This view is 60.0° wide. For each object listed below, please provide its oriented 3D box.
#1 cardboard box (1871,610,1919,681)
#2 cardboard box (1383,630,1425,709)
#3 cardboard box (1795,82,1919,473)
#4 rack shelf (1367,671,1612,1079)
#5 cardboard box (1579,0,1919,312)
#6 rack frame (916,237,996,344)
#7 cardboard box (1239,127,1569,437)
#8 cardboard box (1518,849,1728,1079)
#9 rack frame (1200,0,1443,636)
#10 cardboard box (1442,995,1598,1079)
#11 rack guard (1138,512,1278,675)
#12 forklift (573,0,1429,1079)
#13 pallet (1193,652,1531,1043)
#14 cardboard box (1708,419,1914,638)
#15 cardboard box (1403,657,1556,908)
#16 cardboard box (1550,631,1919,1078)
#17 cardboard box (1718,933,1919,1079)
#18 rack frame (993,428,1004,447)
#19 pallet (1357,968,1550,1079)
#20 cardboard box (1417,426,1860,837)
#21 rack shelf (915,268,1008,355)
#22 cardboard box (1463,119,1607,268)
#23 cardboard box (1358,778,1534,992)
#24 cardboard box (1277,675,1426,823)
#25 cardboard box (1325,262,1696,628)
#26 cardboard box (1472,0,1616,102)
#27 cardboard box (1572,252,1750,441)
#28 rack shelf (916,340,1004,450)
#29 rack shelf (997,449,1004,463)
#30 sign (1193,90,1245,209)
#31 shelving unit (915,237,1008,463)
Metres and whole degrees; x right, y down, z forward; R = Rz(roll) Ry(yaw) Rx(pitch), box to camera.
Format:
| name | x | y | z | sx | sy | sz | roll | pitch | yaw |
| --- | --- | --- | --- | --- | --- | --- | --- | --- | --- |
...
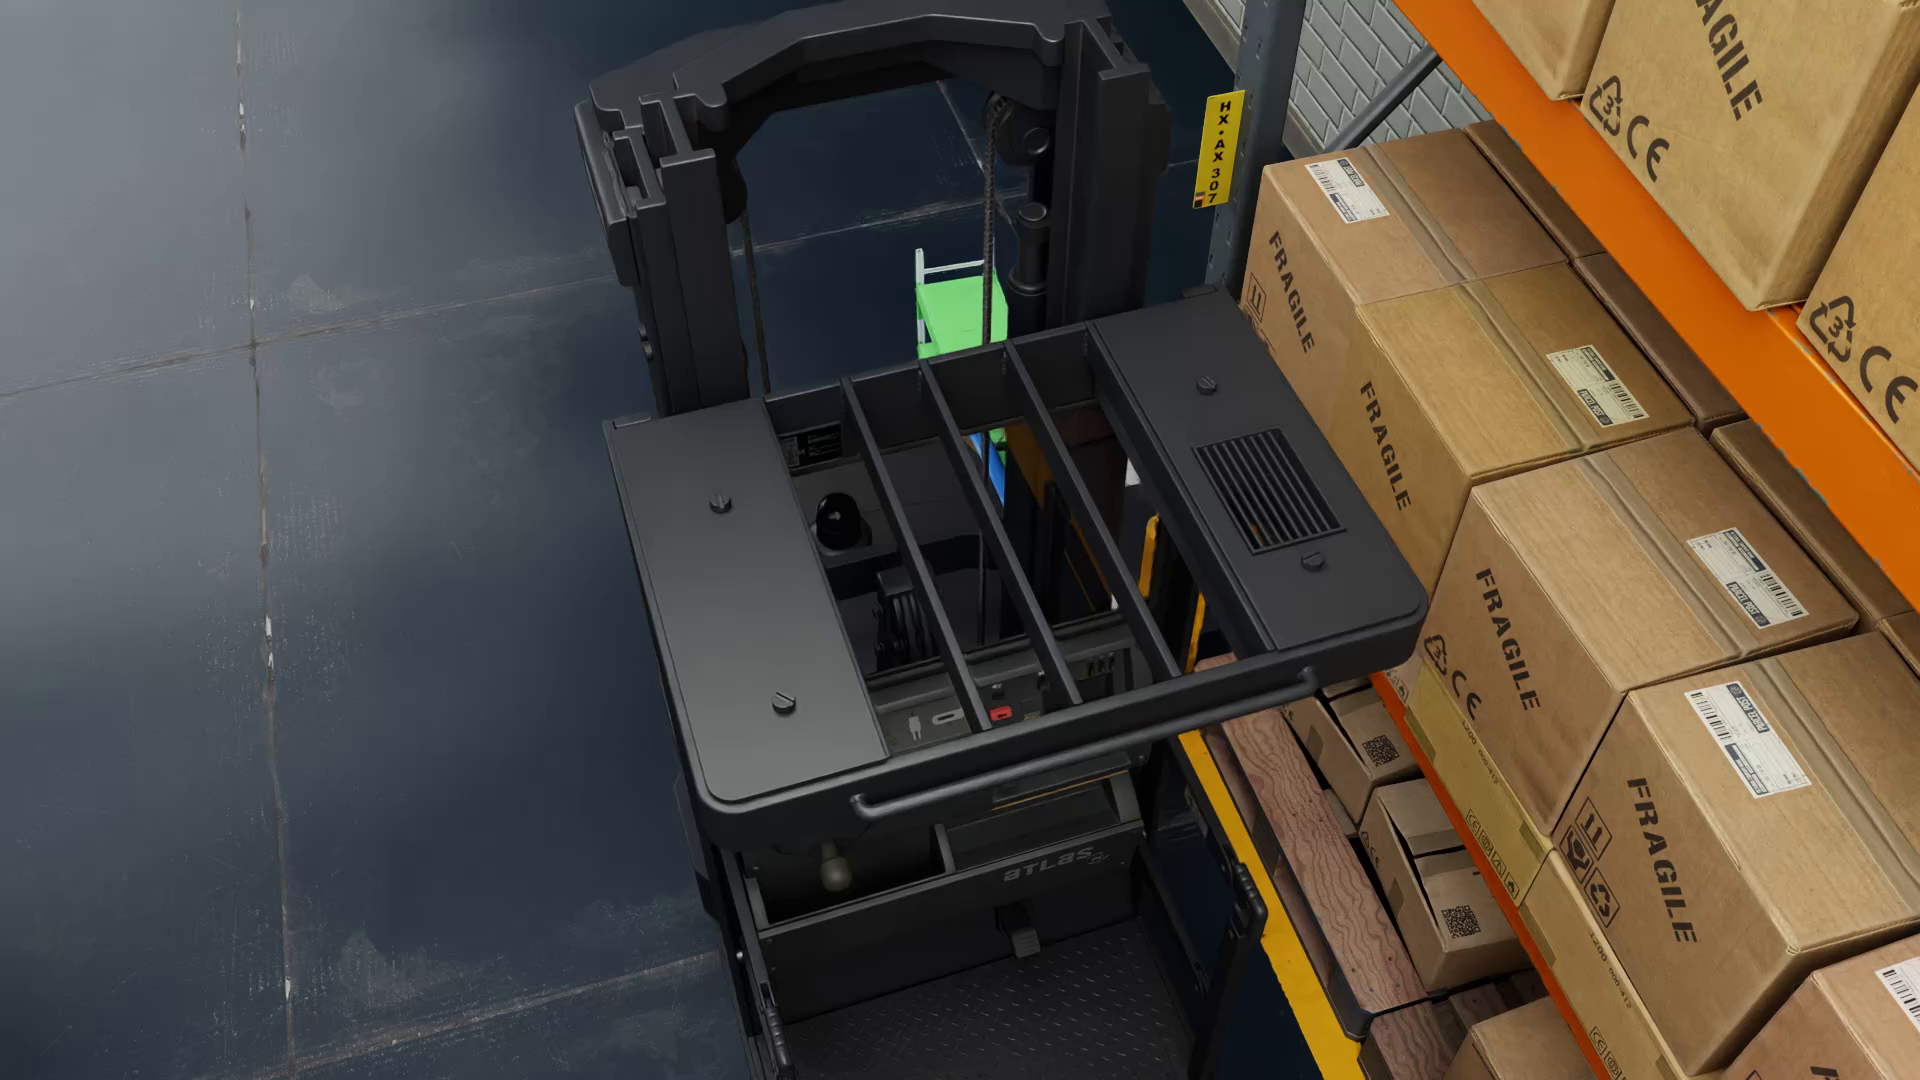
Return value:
| name | x | y | z | sx | sy | sz | roll | pitch | yaw |
| --- | --- | --- | --- | --- | --- | --- | --- | --- | --- |
| cardboard box | 1.932 | 0.428 | 3.022 | 0.500 | 0.500 | 0.500 | -13 | 51 | -10 |
| cardboard box | 1.153 | 0.063 | 3.820 | 0.500 | 0.250 | 0.500 | -15 | 51 | -12 |
| cardboard box | 1.465 | -0.323 | 2.020 | 0.500 | 0.500 | 0.500 | -10 | 51 | -9 |
| rack shelf | 1.736 | 0.910 | 3.492 | 1.077 | 0.370 | 4.000 | -13 | 51 | -11 |
| cardboard box | 1.287 | -0.709 | 2.345 | 0.500 | 0.500 | 0.500 | -11 | 51 | -9 |
| rack frame | -0.013 | -0.486 | 5.375 | 0.240 | 1.200 | 0.015 | -10 | 51 | -9 |
| cardboard box | 0.999 | -0.566 | 3.860 | 0.500 | 0.500 | 0.500 | -13 | 51 | -11 |
| cardboard box | 1.445 | 0.806 | 3.193 | 0.500 | 0.250 | 0.500 | -13 | 51 | -11 |
| rack frame | 1.145 | -0.783 | 4.448 | 1.000 | 3.000 | 0.127 | -13 | 51 | -11 |
| cardboard box | 1.601 | 1.370 | 3.980 | 0.700 | 0.500 | 0.500 | -16 | 52 | -13 |
| rack guard | 1.167 | 0.078 | 5.357 | 1.175 | 0.500 | 0.348 | -13 | 51 | -11 |
| forklift | 0.037 | 0.565 | 3.356 | 1.130 | 2.935 | 3.031 | -14 | 51 | -12 |
| pallet | 1.374 | 0.773 | 4.961 | 1.003 | 0.211 | 1.213 | -13 | 51 | -11 |
| cardboard box | 1.783 | 0.060 | 3.332 | 0.500 | 0.500 | 0.500 | -15 | 51 | -12 |
| cardboard box | 1.298 | 0.437 | 3.505 | 0.500 | 0.250 | 0.500 | -14 | 51 | -12 |
| cardboard box | 1.446 | 0.550 | 2.919 | 0.500 | 0.500 | 0.500 | -12 | 51 | -10 |
| cardboard box | 1.601 | 0.930 | 2.599 | 0.500 | 0.500 | 0.500 | -15 | 51 | -12 |
| rack frame | 0.102 | -0.123 | 5.069 | 0.240 | 1.200 | 0.015 | -10 | 51 | -9 |
| pallet | 1.731 | 1.662 | 4.211 | 1.003 | 0.211 | 1.213 | -13 | 51 | -11 |
| cardboard box | 1.282 | 0.176 | 3.234 | 0.500 | 0.500 | 0.500 | -15 | 51 | -12 |
| rack shelf | 0.045 | -0.572 | 4.904 | 0.258 | 0.148 | 0.480 | -10 | 51 | -9 |
| cardboard box | 1.487 | -0.687 | 3.961 | 0.500 | 0.500 | 0.500 | -14 | 51 | -11 |
| cardboard box | 1.432 | 0.884 | 4.514 | 0.500 | 0.311 | 0.500 | -10 | 51 | -8 |
| cardboard box | 1.263 | 0.468 | 4.865 | 0.500 | 0.311 | 0.500 | -19 | 52 | -15 |
| cardboard box | 1.135 | -0.203 | 3.554 | 0.500 | 0.500 | 0.500 | -13 | 51 | -11 |
| cardboard box | 1.129 | -1.087 | 2.664 | 0.500 | 0.500 | 0.500 | -10 | 51 | -9 |
| cardboard box | 1.626 | -0.317 | 3.650 | 0.500 | 0.500 | 0.500 | -13 | 51 | -10 |
| rack shelf | 0.045 | -0.418 | 5.087 | 0.258 | 0.148 | 0.480 | -10 | 51 | -9 |
| rack shelf | 0.045 | -0.263 | 5.271 | 0.258 | 0.148 | 0.480 | -10 | 51 | -9 |
| sign | 0.626 | -0.939 | 4.014 | 0.100 | 0.325 | 0.005 | -13 | 51 | -11 |
| shelving unit | 0.045 | -0.304 | 5.222 | 0.258 | 1.200 | 0.503 | -10 | 51 | -9 |
